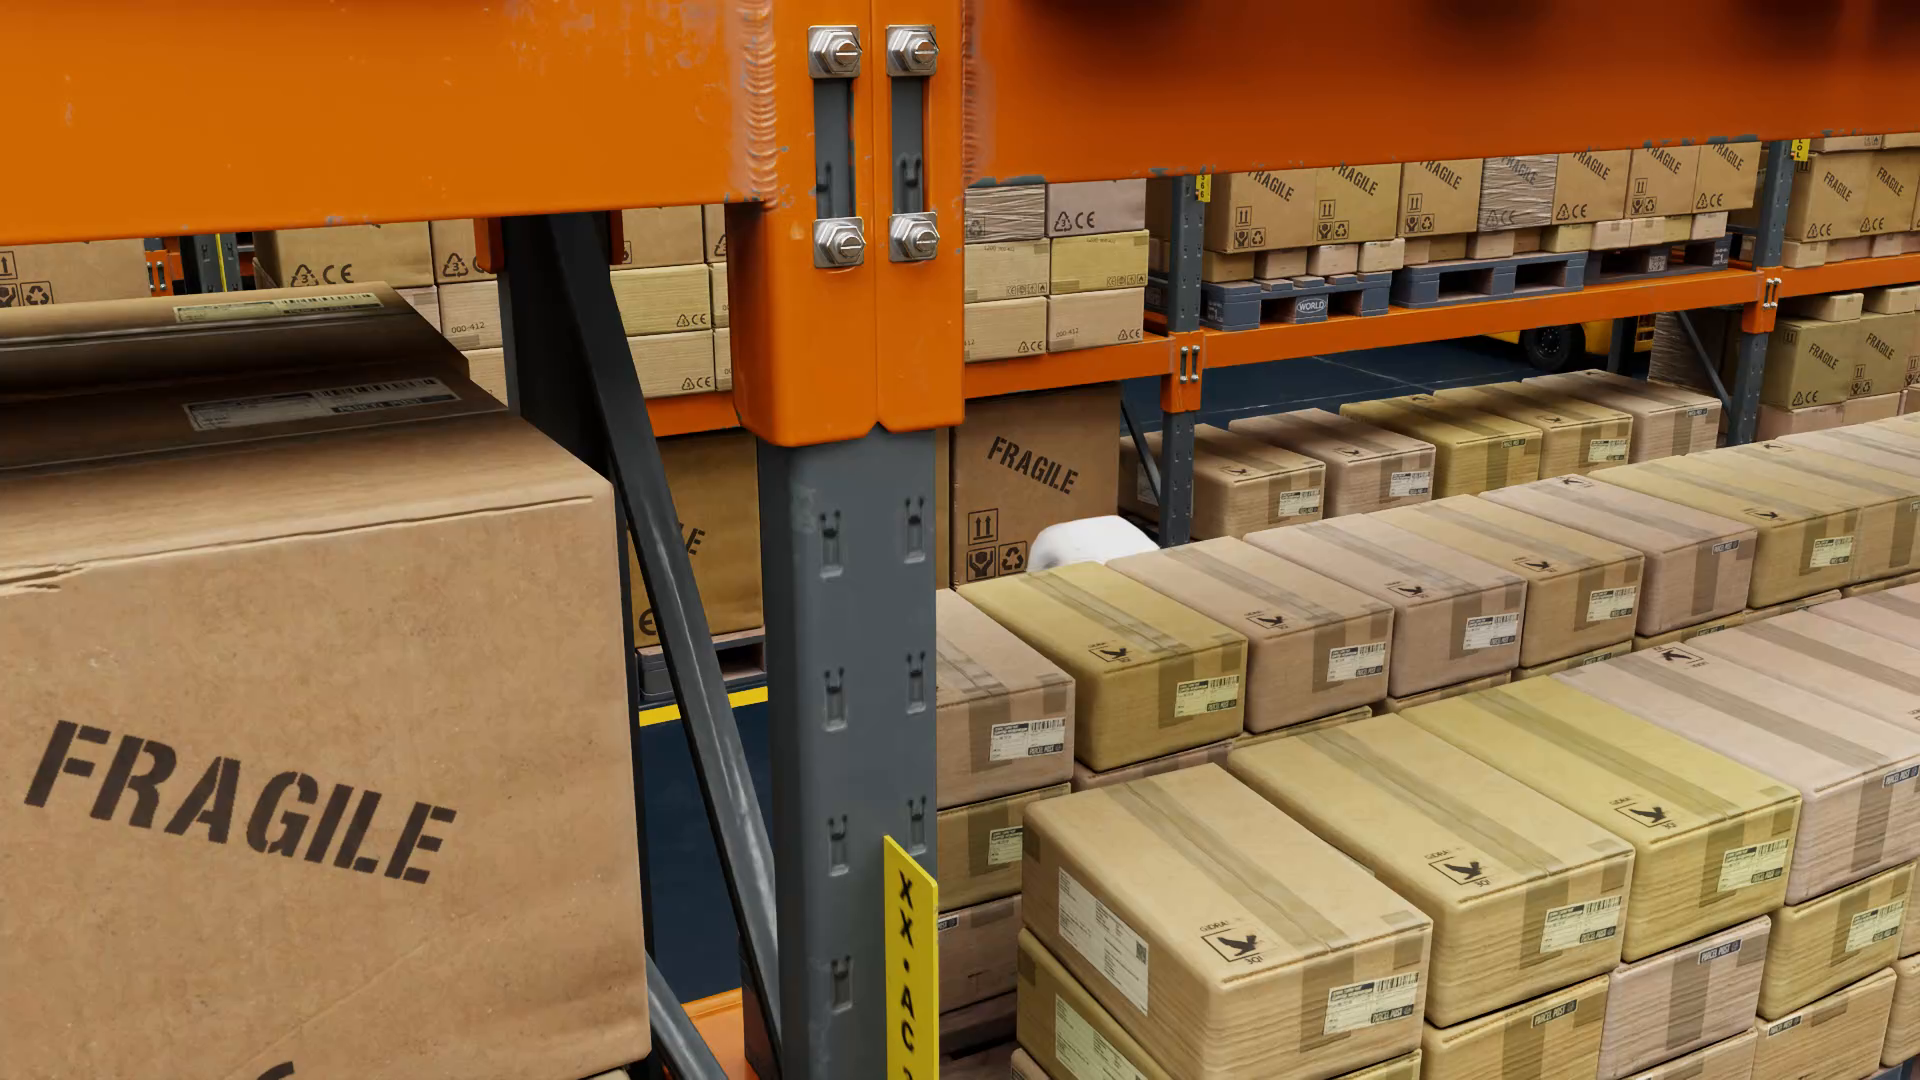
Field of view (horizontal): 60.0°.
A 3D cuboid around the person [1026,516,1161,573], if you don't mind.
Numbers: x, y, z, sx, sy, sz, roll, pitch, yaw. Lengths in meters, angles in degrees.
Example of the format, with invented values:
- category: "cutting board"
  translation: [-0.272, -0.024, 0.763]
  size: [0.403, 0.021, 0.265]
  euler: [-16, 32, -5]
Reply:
- category: "person"
  translation: [0.601, 0.443, 5.981]
  size: [0.588, 0.995, 0.943]
  euler: [-11, 21, -29]
